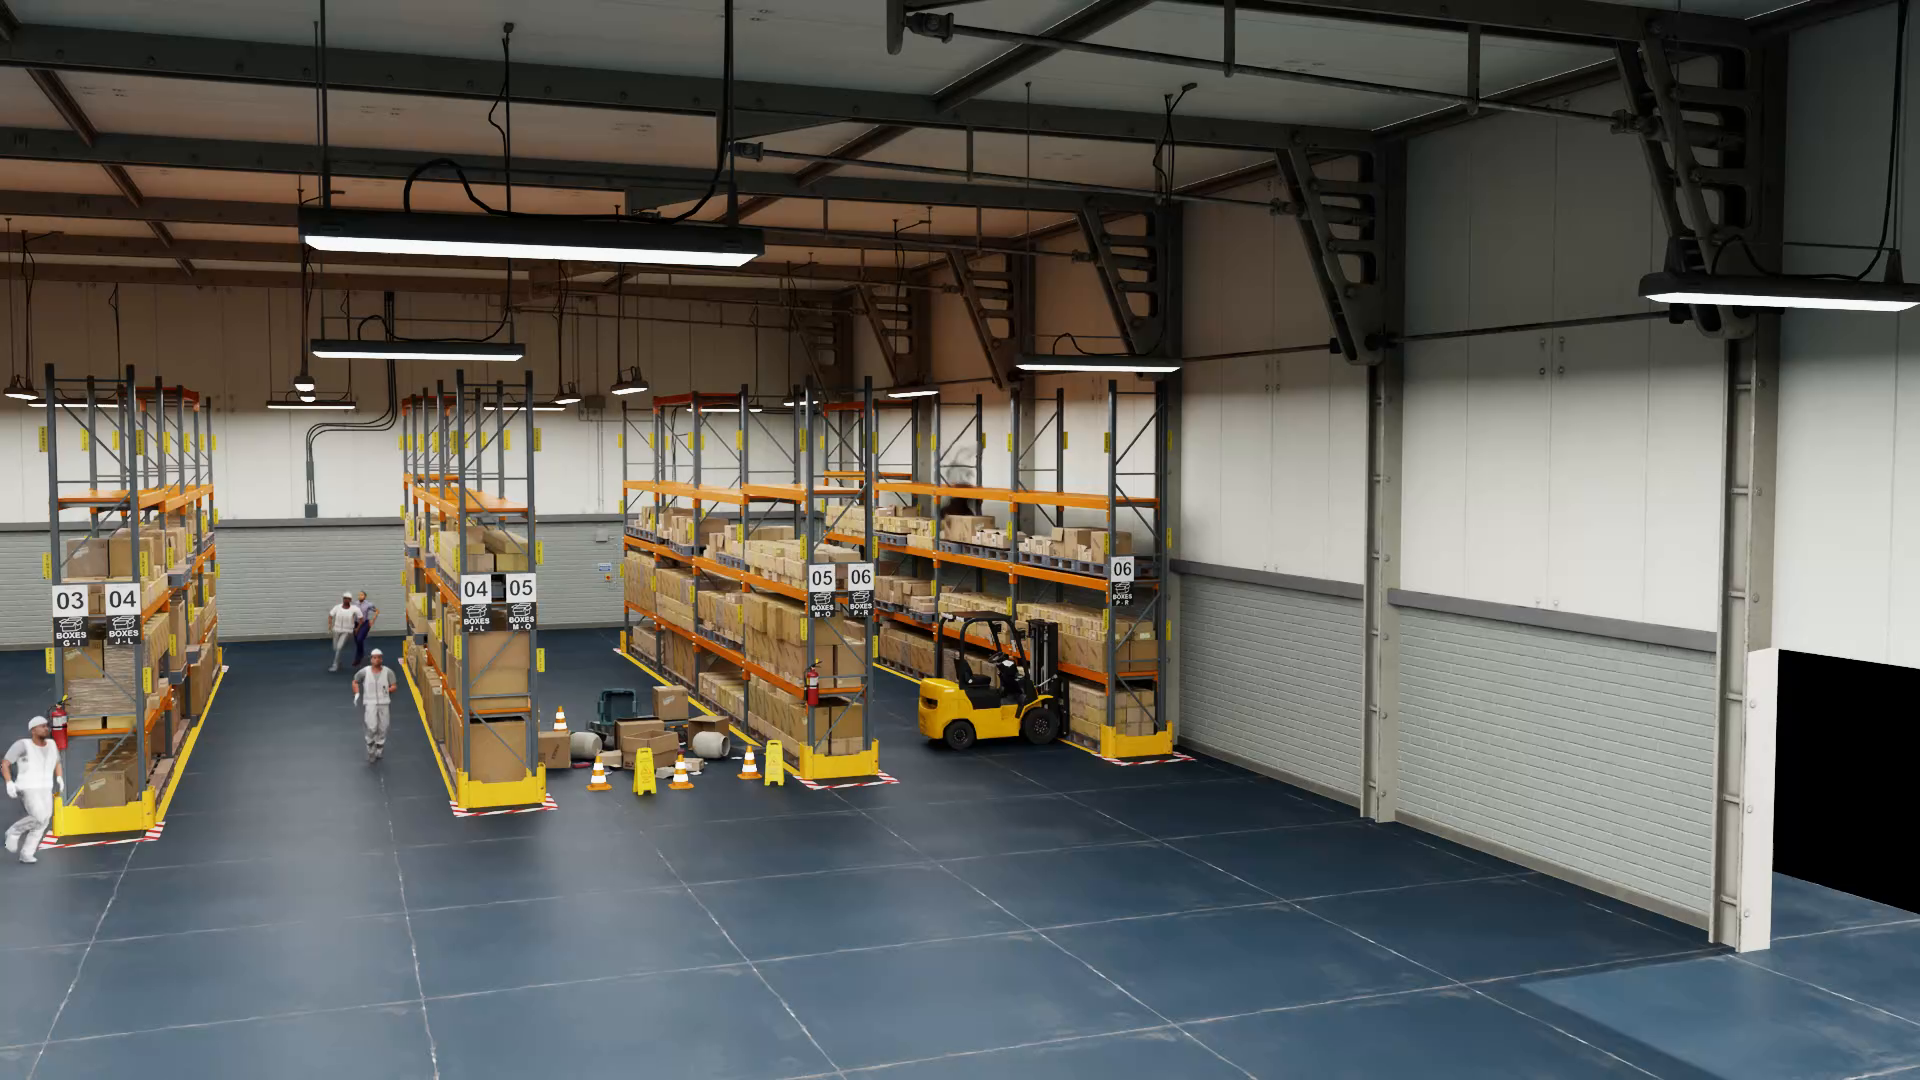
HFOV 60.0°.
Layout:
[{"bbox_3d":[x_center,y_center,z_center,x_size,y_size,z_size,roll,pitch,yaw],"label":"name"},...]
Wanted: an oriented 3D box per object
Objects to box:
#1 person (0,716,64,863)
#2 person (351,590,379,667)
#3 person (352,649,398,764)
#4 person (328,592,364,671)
[{"bbox_3d":[-11.078,2.981,19.987,0.545,1.706,0.733,1,4,22],"label":"person"},{"bbox_3d":[-13.500,1.972,37.491,0.625,1.672,0.816,1,3,11],"label":"person"},{"bbox_3d":[-9.092,2.593,25.912,0.640,1.784,0.700,-2,4,-29],"label":"person"},{"bbox_3d":[-13.548,2.009,36.620,0.758,1.711,0.790,0,3,-3],"label":"person"}]
